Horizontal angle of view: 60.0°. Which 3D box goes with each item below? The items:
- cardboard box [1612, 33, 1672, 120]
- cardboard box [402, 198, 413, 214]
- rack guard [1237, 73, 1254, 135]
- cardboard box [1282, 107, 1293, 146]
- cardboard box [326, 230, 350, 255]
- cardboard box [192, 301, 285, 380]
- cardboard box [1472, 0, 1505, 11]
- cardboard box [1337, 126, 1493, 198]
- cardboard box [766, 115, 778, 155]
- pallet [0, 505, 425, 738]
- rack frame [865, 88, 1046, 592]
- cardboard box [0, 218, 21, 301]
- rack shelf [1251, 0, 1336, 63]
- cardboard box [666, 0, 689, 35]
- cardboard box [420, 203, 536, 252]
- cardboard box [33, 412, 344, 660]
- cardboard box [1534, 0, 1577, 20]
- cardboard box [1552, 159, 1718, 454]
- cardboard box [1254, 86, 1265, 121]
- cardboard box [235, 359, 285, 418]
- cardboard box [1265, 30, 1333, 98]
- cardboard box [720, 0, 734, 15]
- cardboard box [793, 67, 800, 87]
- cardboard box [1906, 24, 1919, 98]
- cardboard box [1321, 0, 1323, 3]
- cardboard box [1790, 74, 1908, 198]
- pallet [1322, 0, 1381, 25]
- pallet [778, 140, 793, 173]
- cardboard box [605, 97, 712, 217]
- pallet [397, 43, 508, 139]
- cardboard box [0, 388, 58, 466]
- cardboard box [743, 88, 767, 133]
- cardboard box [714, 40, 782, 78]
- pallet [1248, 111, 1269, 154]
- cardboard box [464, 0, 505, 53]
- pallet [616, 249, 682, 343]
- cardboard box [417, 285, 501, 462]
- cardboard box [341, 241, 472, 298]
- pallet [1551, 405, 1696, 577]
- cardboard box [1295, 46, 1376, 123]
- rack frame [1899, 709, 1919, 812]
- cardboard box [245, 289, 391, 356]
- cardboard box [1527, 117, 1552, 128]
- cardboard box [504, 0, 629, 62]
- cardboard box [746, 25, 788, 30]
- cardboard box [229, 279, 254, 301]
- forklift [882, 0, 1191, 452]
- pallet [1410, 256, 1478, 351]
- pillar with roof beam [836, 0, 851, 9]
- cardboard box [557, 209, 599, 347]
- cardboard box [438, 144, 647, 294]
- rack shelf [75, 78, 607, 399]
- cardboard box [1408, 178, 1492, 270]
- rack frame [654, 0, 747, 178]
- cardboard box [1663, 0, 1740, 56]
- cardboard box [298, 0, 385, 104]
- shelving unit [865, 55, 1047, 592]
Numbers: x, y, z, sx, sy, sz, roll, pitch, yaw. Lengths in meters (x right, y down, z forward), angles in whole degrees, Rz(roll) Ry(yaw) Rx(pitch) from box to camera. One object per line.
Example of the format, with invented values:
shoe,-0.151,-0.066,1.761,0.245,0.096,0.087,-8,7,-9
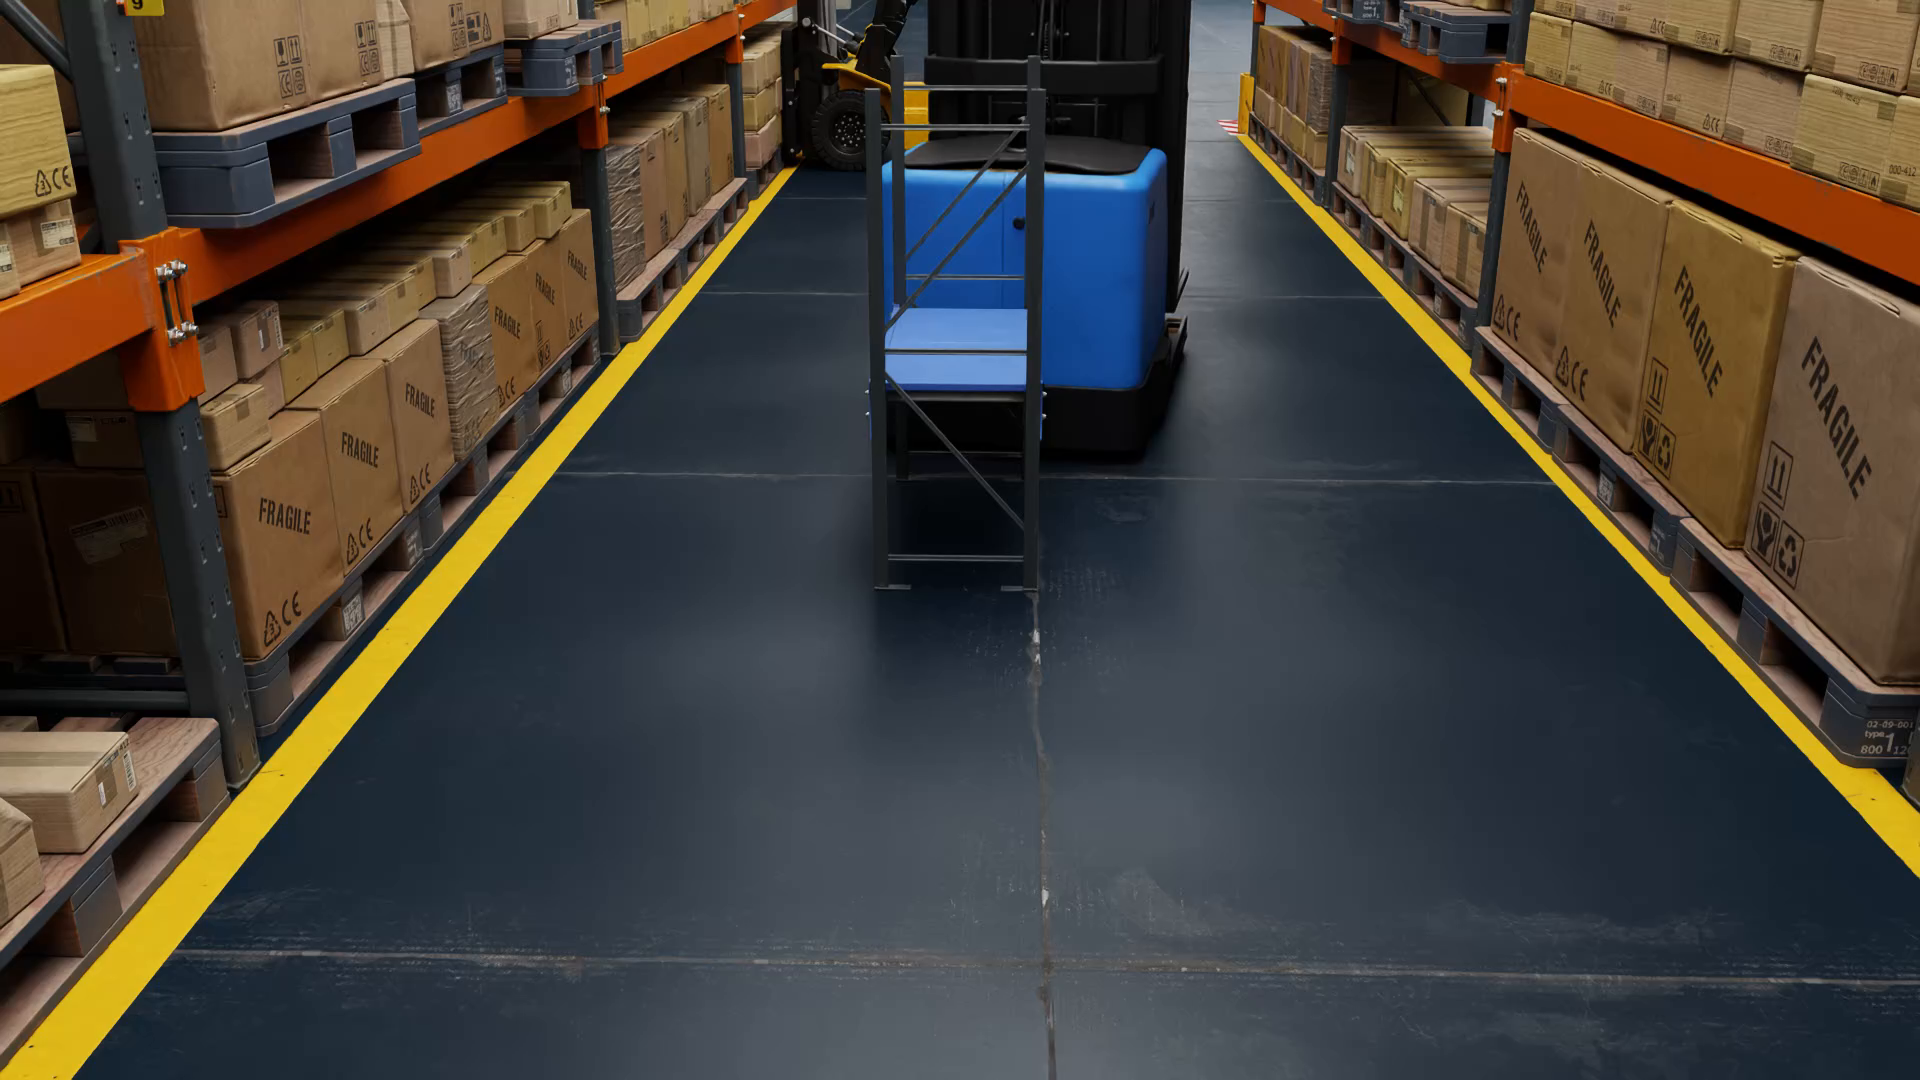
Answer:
cardboard box,2.580,-1.596,5.702,0.500,0.250,0.500,1,21,3
cardboard box,-2.457,-1.321,6.764,0.380,0.149,0.250,1,21,3
rack guard,3.107,-3.915,14.928,1.175,0.500,0.348,1,21,2
cardboard box,2.764,-3.169,12.769,0.500,0.250,0.500,1,21,2
cardboard box,-2.445,-1.038,6.034,0.380,0.149,0.250,0,21,0
cardboard box,-1.980,-0.515,4.277,0.380,0.149,0.250,0,21,-1
cardboard box,2.577,-2.513,7.625,0.380,0.149,0.250,1,21,2
cardboard box,2.975,-2.443,10.730,0.950,0.372,0.625,1,21,2
cardboard box,-1.628,-2.984,12.293,0.500,0.250,0.500,0,21,0
pallet,-2.230,0.183,4.765,1.003,0.211,1.213,1,21,2
rack frame,-0.013,-0.546,4.863,0.500,1.500,0.032,1,21,2
cardboard box,-1.960,-0.493,2.999,0.380,0.149,0.250,1,21,3
rack shelf,3.049,-4.049,12.813,1.077,0.370,4.000,1,21,2
cardboard box,-1.791,-2.912,9.095,0.500,0.250,0.500,1,21,3
cardboard box,-1.886,-1.226,6.521,0.380,0.149,0.250,0,21,0
cardboard box,-1.977,-0.025,4.322,0.500,0.500,0.500,2,21,4
cardboard box,2.604,-2.198,6.563,0.500,0.250,0.500,0,21,1
cardboard box,2.731,-0.849,5.928,0.875,0.875,0.875,1,21,2
cardboard box,2.809,-3.733,14.224,0.500,0.250,0.500,0,21,1
cardboard box,-2.009,-0.383,4.347,0.380,0.149,0.250,0,21,0
cardboard box,2.797,-3.885,13.579,0.500,0.500,0.500,0,21,0
cardboard box,-1.727,-3.460,10.506,0.500,0.250,0.500,1,21,3
cardboard box,-1.575,-3.761,13.604,0.500,0.250,0.500,0,21,0
cardboard box,2.515,-1.094,3.719,0.500,0.250,0.500,1,21,2
cardboard box,2.694,-3.754,11.405,0.380,0.149,0.250,1,21,3
cardboard box,2.523,-1.048,4.291,0.500,0.250,0.500,0,21,1
pallet,2.819,-3.297,10.146,1.003,0.211,1.213,1,21,2
pallet,-1.873,-3.144,13.340,1.003,0.211,1.213,1,21,2
cardboard box,-2.009,-2.334,10.101,0.875,0.625,0.625,0,21,1
pallet,-2.150,-1.476,5.451,1.003,0.211,1.213,1,21,2
cardboard box,-2.494,-0.291,4.112,0.380,0.149,0.250,0,21,-1
cardboard box,-1.650,-3.033,11.729,0.500,0.250,0.500,1,21,1
cardboard box,-1.616,-3.631,12.579,0.500,0.250,0.500,1,21,3
pallet,3.047,-3.487,14.224,1.003,0.211,1.213,1,21,2
cardboard box,-1.960,-1.920,5.608,0.797,0.503,0.637,0,21,0
pallet,-2.031,-1.266,8.499,1.003,0.211,1.213,1,21,2
cardboard box,-1.929,-0.586,5.767,0.500,0.500,0.500,0,21,0
cardboard box,-1.925,-0.941,5.786,0.380,0.149,0.250,0,21,-1
pallet,2.727,-0.191,5.730,1.003,0.211,1.213,1,21,2
cardboard box,2.751,-3.326,12.138,0.500,0.500,0.500,1,21,3
rack frame,2.745,-0.769,3.364,1.000,3.000,0.127,1,21,2
cardboard box,-1.973,-0.665,5.075,0.380,0.149,0.250,1,21,1
cardboard box,4.381,-2.870,12.231,0.500,0.500,0.500,18,27,38
cardboard box,-1.837,-2.356,7.663,0.500,0.250,0.500,1,21,2
cardboard box,-1.564,-4.187,14.010,0.500,0.250,0.500,1,21,3
cardboard box,-2.497,-0.760,5.319,0.380,0.149,0.250,1,21,2
forklift,0.456,-2.193,7.128,1.130,2.935,3.031,4,22,11
pallet,2.892,-1.198,8.324,1.003,0.211,1.213,1,21,2
pillar with roof beam,2.077,-14.177,29.627,9.100,9.000,0.400,1,21,2
cardboard box,-1.893,-1.144,7.205,0.500,0.500,0.500,1,21,3
cardboard box,-2.062,-1.583,8.163,0.875,0.625,0.625,1,21,3
rack shelf,-2.156,-1.210,5.495,1.077,0.370,4.000,1,21,2
cardboard box,2.908,-1.657,8.705,0.950,0.372,0.625,0,21,1
rack frame,-1.973,-3.715,10.956,1.000,3.000,0.127,1,21,2
cardboard box,2.531,-1.648,5.145,0.500,0.250,0.500,1,21,3
cardboard box,-1.963,-1.424,4.335,0.700,0.500,0.500,1,21,2
shelving unit,0.003,-0.730,5.337,0.538,1.500,1.048,1,21,2
